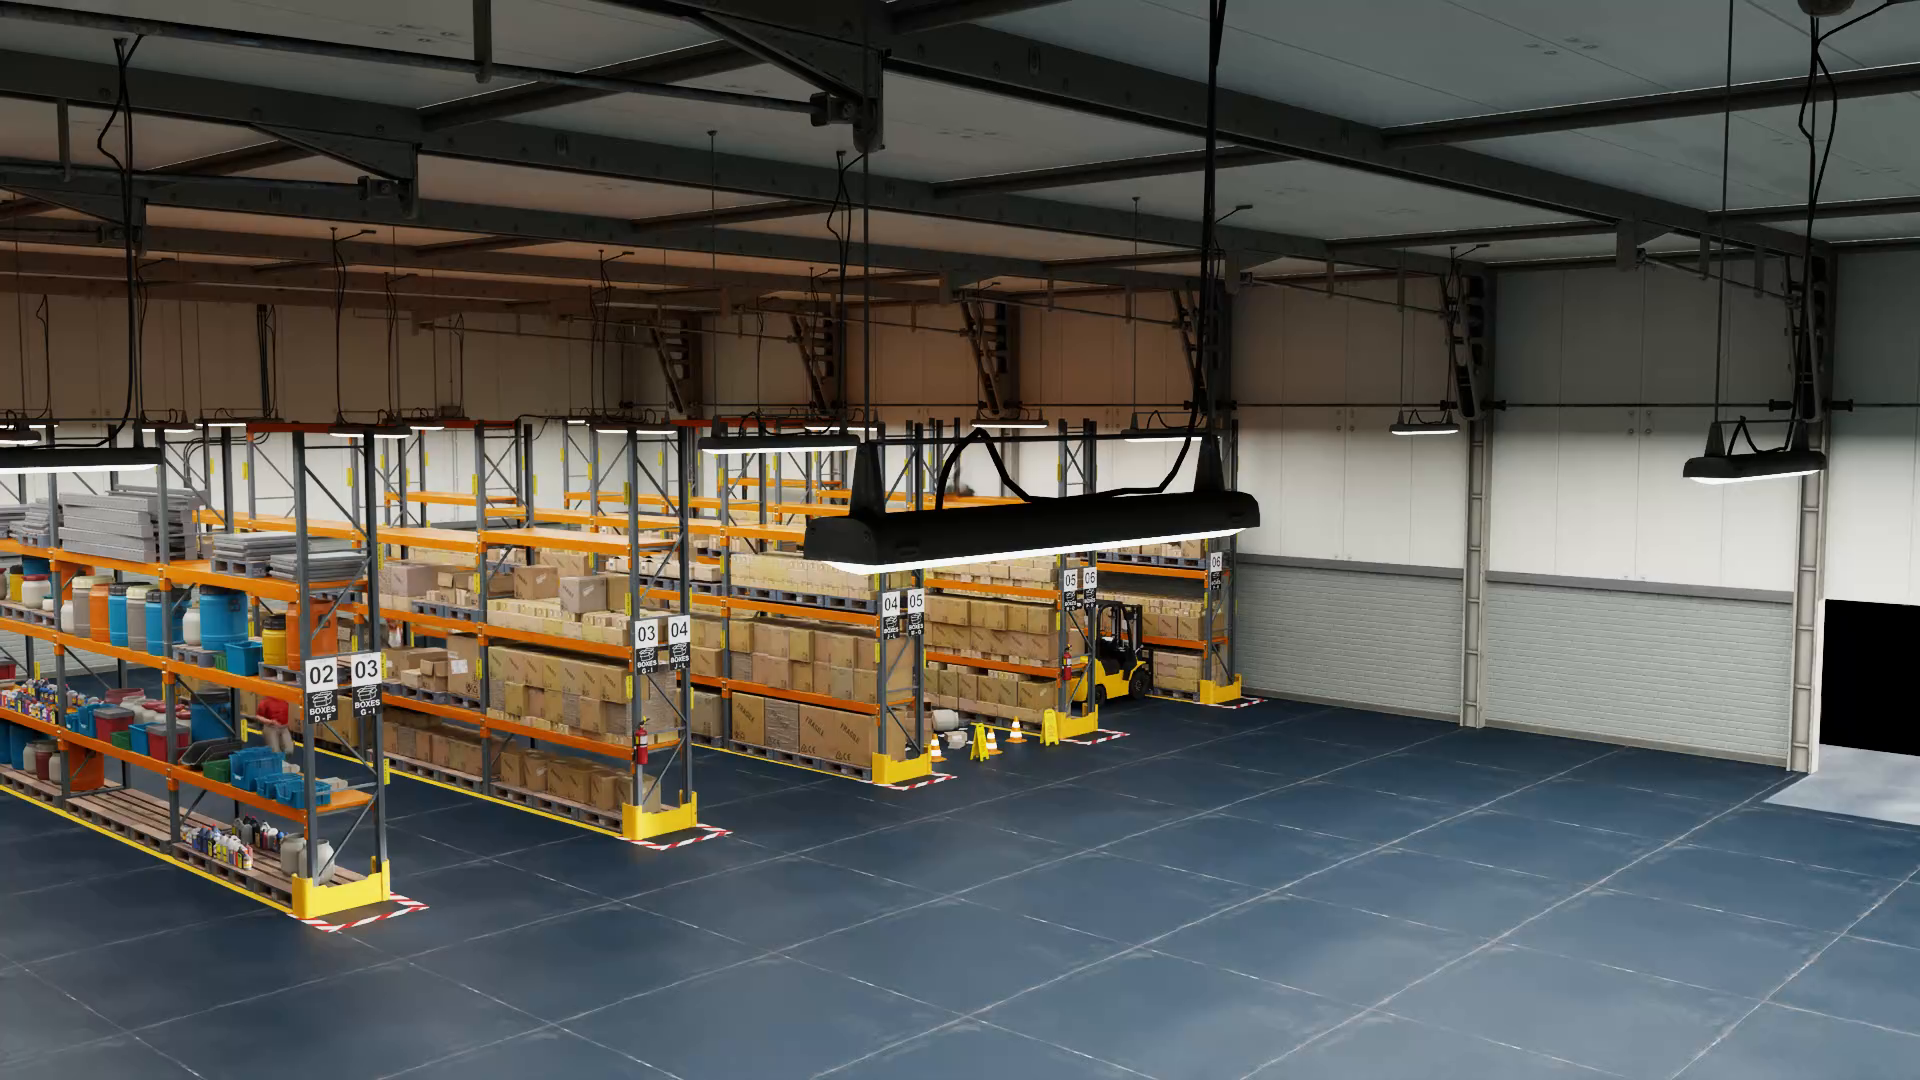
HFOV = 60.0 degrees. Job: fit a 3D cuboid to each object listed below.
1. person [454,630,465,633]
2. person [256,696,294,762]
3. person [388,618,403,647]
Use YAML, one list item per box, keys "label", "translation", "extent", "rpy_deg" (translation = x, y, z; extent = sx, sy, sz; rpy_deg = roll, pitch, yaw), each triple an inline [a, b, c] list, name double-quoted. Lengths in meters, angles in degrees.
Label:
- label: "person"
  translation: [-10.283, 2.674, 34.364]
  extent: [0.814, 1.740, 0.676]
  rpy_deg: [4, 6, 39]
- label: "person"
  translation: [-11.407, 3.211, 27.860]
  extent: [0.585, 1.683, 0.672]
  rpy_deg: [3, 6, 33]
- label: "person"
  translation: [-12.175, 2.513, 35.813]
  extent: [0.638, 1.796, 0.923]
  rpy_deg: [-4, 6, -38]
